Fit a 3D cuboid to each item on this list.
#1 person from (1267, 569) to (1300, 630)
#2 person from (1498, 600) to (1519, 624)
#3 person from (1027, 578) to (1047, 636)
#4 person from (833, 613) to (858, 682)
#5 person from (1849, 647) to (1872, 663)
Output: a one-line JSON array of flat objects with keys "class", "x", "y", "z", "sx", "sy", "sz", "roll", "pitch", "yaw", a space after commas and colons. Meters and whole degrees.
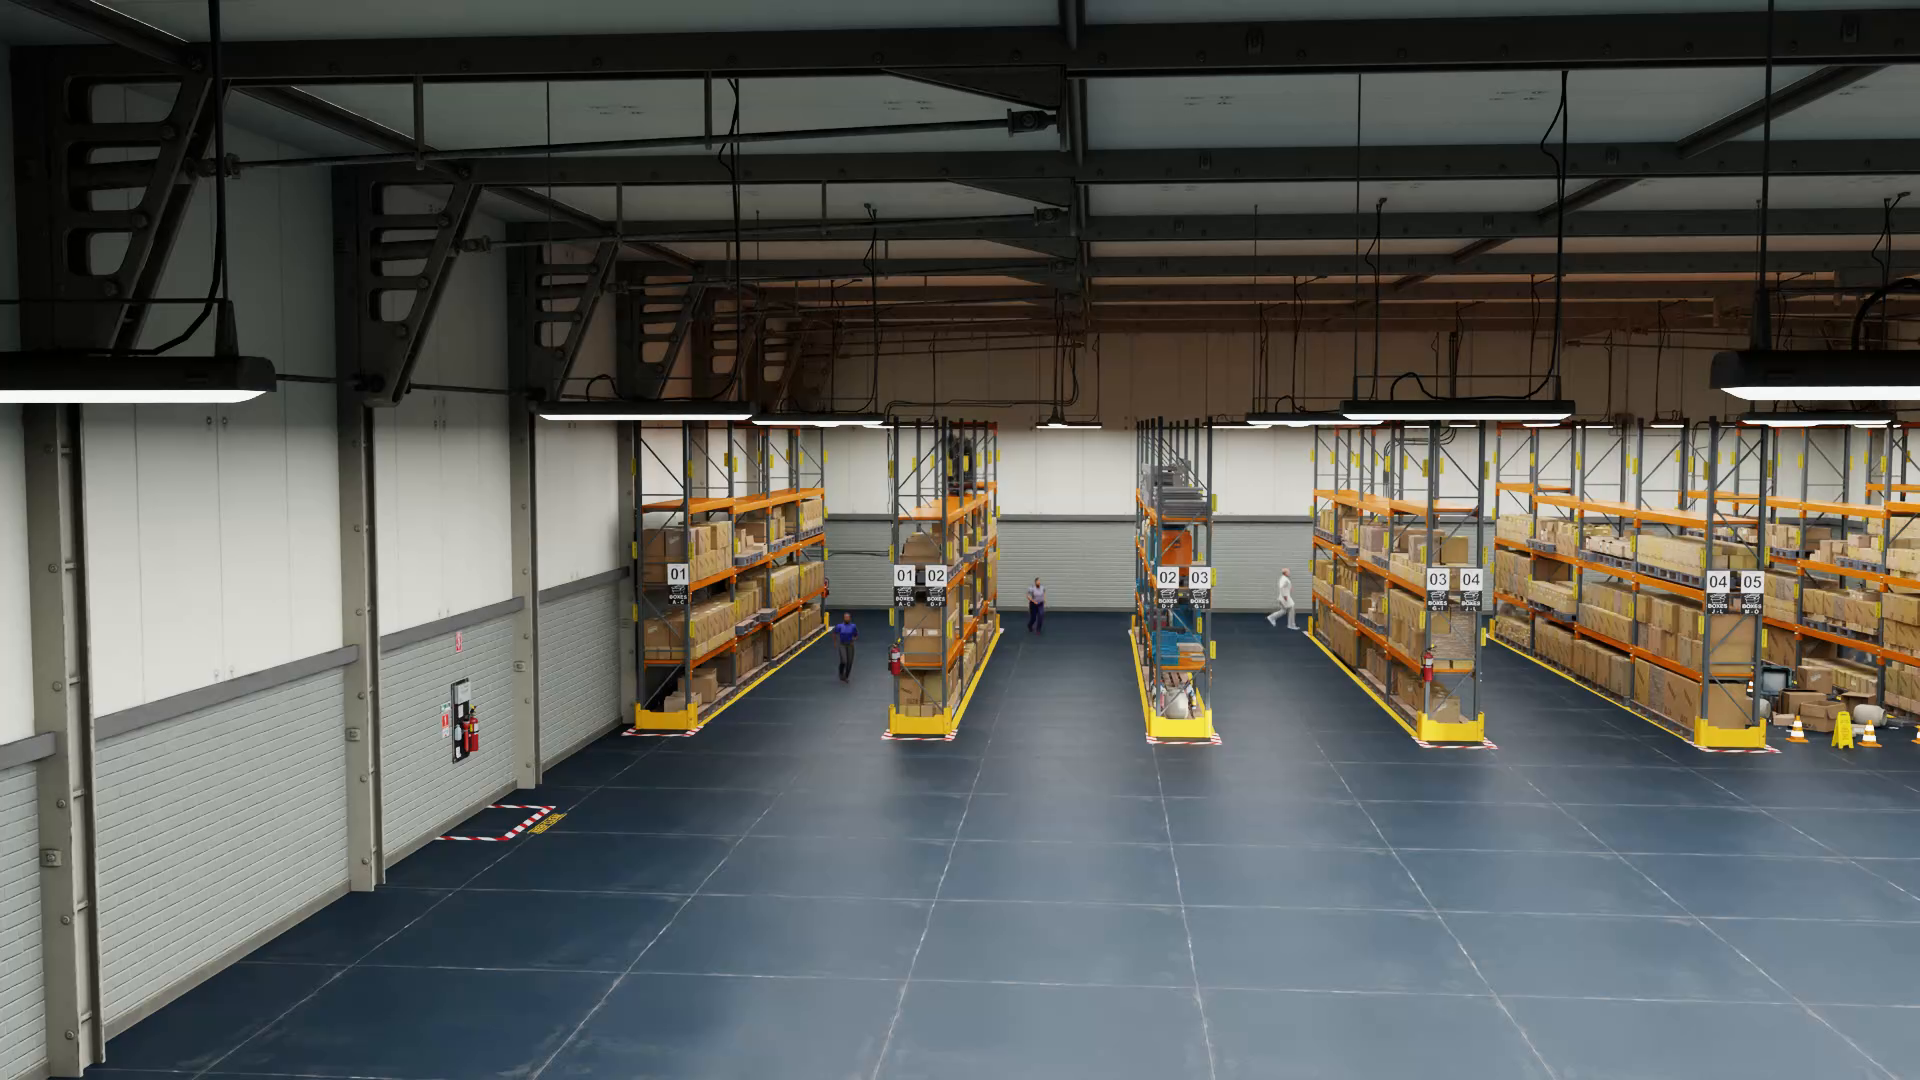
[{"class": "person", "x": 9.362, "y": 1.712, "z": 48.092, "sx": 0.961, "sy": 1.779, "sz": 0.740, "roll": 0, "pitch": 4, "yaw": -3}, {"class": "person", "x": 15.657, "y": 1.768, "z": 47.486, "sx": 0.960, "sy": 1.709, "sz": 0.702, "roll": 2, "pitch": 4, "yaw": 28}, {"class": "person", "x": 2.134, "y": 1.874, "z": 47.026, "sx": 0.612, "sy": 1.621, "sz": 0.764, "roll": -1, "pitch": 4, "yaw": -18}, {"class": "person", "x": -2.580, "y": 2.448, "z": 37.725, "sx": 0.555, "sy": 1.609, "sz": 0.660, "roll": -1, "pitch": 4, "yaw": -14}, {"class": "person", "x": 22.147, "y": 2.224, "z": 40.876, "sx": 0.507, "sy": 1.709, "sz": 0.810, "roll": 0, "pitch": 4, "yaw": 1}]
